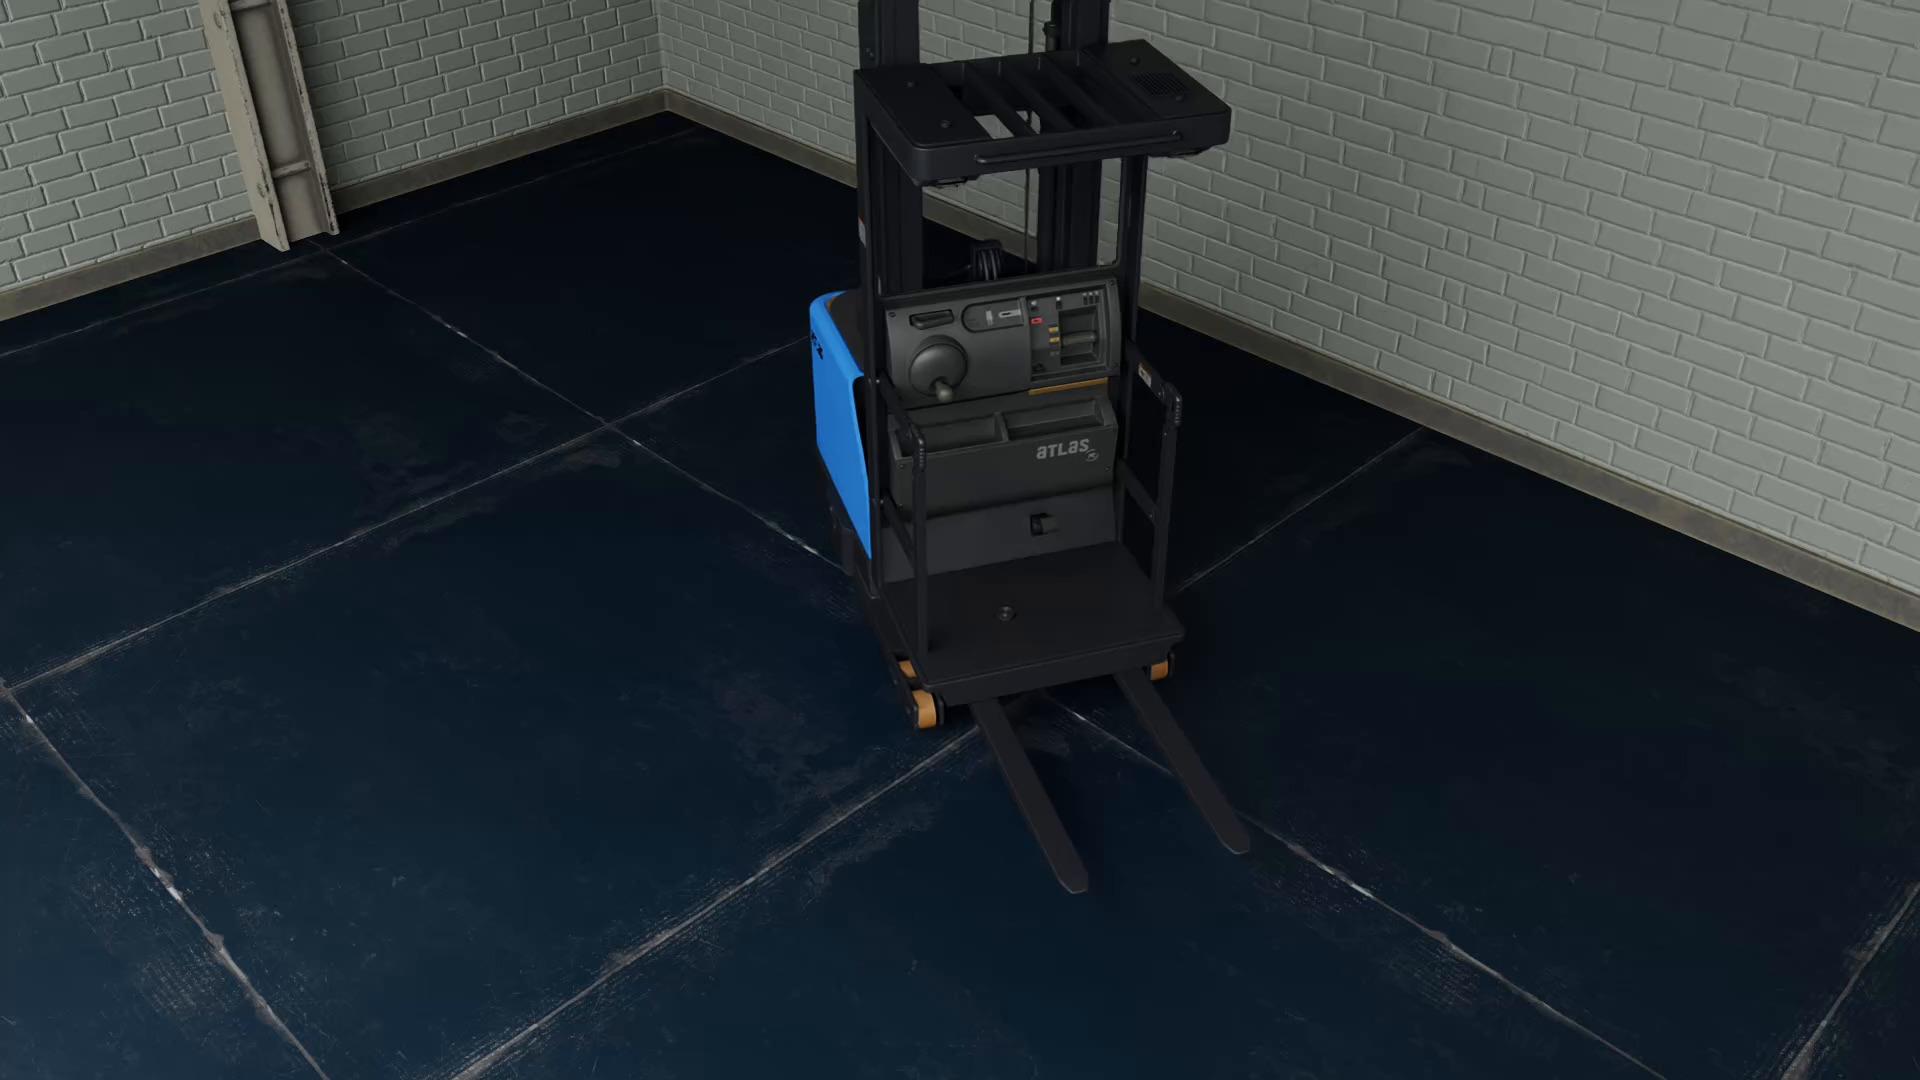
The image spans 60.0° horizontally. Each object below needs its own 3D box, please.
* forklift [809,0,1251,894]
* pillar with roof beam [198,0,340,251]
[{"bbox_3d":[0.241,-0.703,6.195,1.130,2.935,3.031,-10,36,-14],"label":"forklift"},{"bbox_3d":[-1.120,-3.887,5.456,9.100,9.000,0.400,30,45,35],"label":"pillar with roof beam"}]
